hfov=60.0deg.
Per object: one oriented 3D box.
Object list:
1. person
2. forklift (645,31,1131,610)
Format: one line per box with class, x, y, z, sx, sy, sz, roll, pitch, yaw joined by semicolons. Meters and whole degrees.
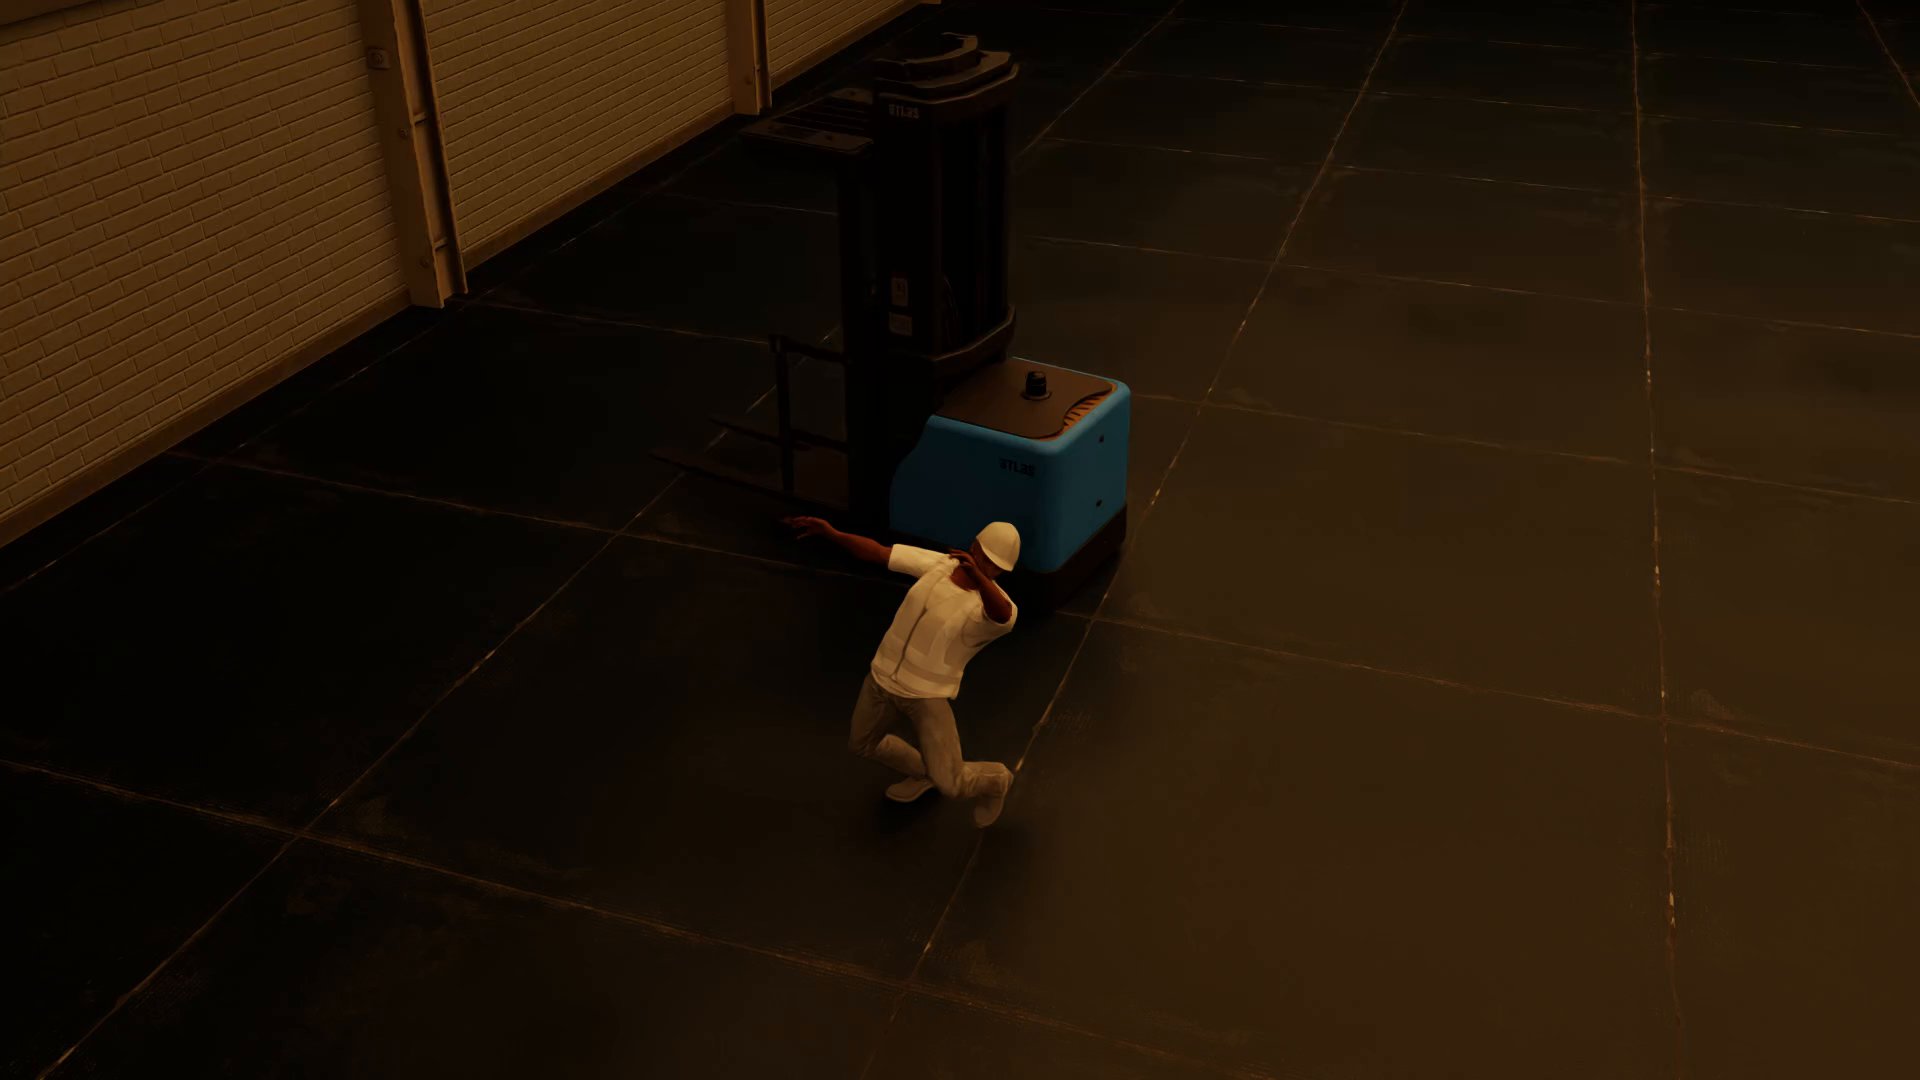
person;-0.179;0.500;7.544;1.089;1.622;0.702;22;37;34
forklift;-0.541;-1.405;9.601;3.031;2.935;1.130;16;33;26
